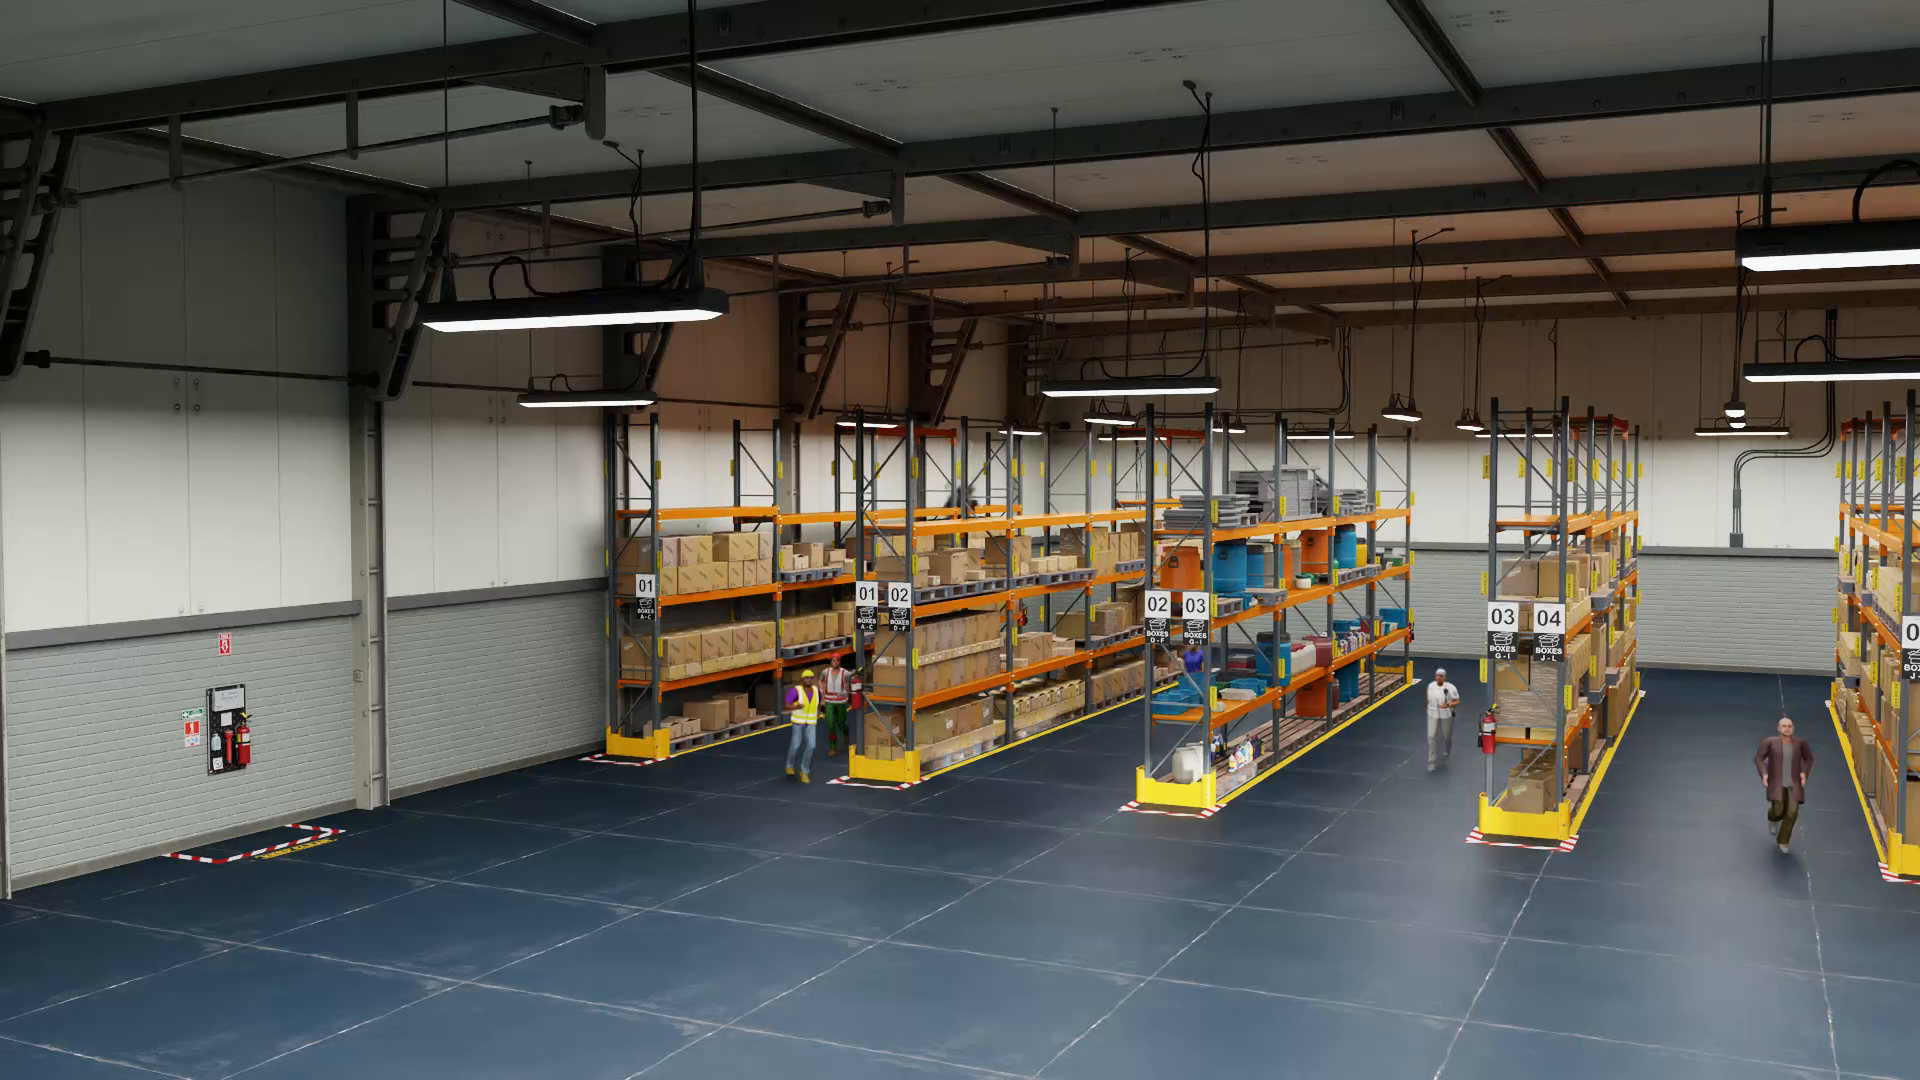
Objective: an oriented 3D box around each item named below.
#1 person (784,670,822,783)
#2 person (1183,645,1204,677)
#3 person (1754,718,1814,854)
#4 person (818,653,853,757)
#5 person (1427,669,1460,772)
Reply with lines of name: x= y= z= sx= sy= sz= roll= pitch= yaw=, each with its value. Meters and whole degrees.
person: x=-2.515 y=3.001 z=26.874 sx=0.696 sy=1.829 sz=0.745 roll=-1 pitch=3 yaw=-21
person: x=4.705 y=2.805 z=33.271 sx=0.547 sy=1.656 sz=1.072 roll=1 pitch=3 yaw=19
person: x=10.904 y=3.226 z=21.998 sx=0.716 sy=1.752 sz=0.680 roll=1 pitch=2 yaw=16
person: x=-2.187 y=2.876 z=29.358 sx=0.665 sy=1.782 sz=0.962 roll=0 pitch=2 yaw=4
person: x=8.120 y=3.009 z=27.978 sx=0.572 sy=1.697 sz=1.041 roll=1 pitch=3 yaw=22
